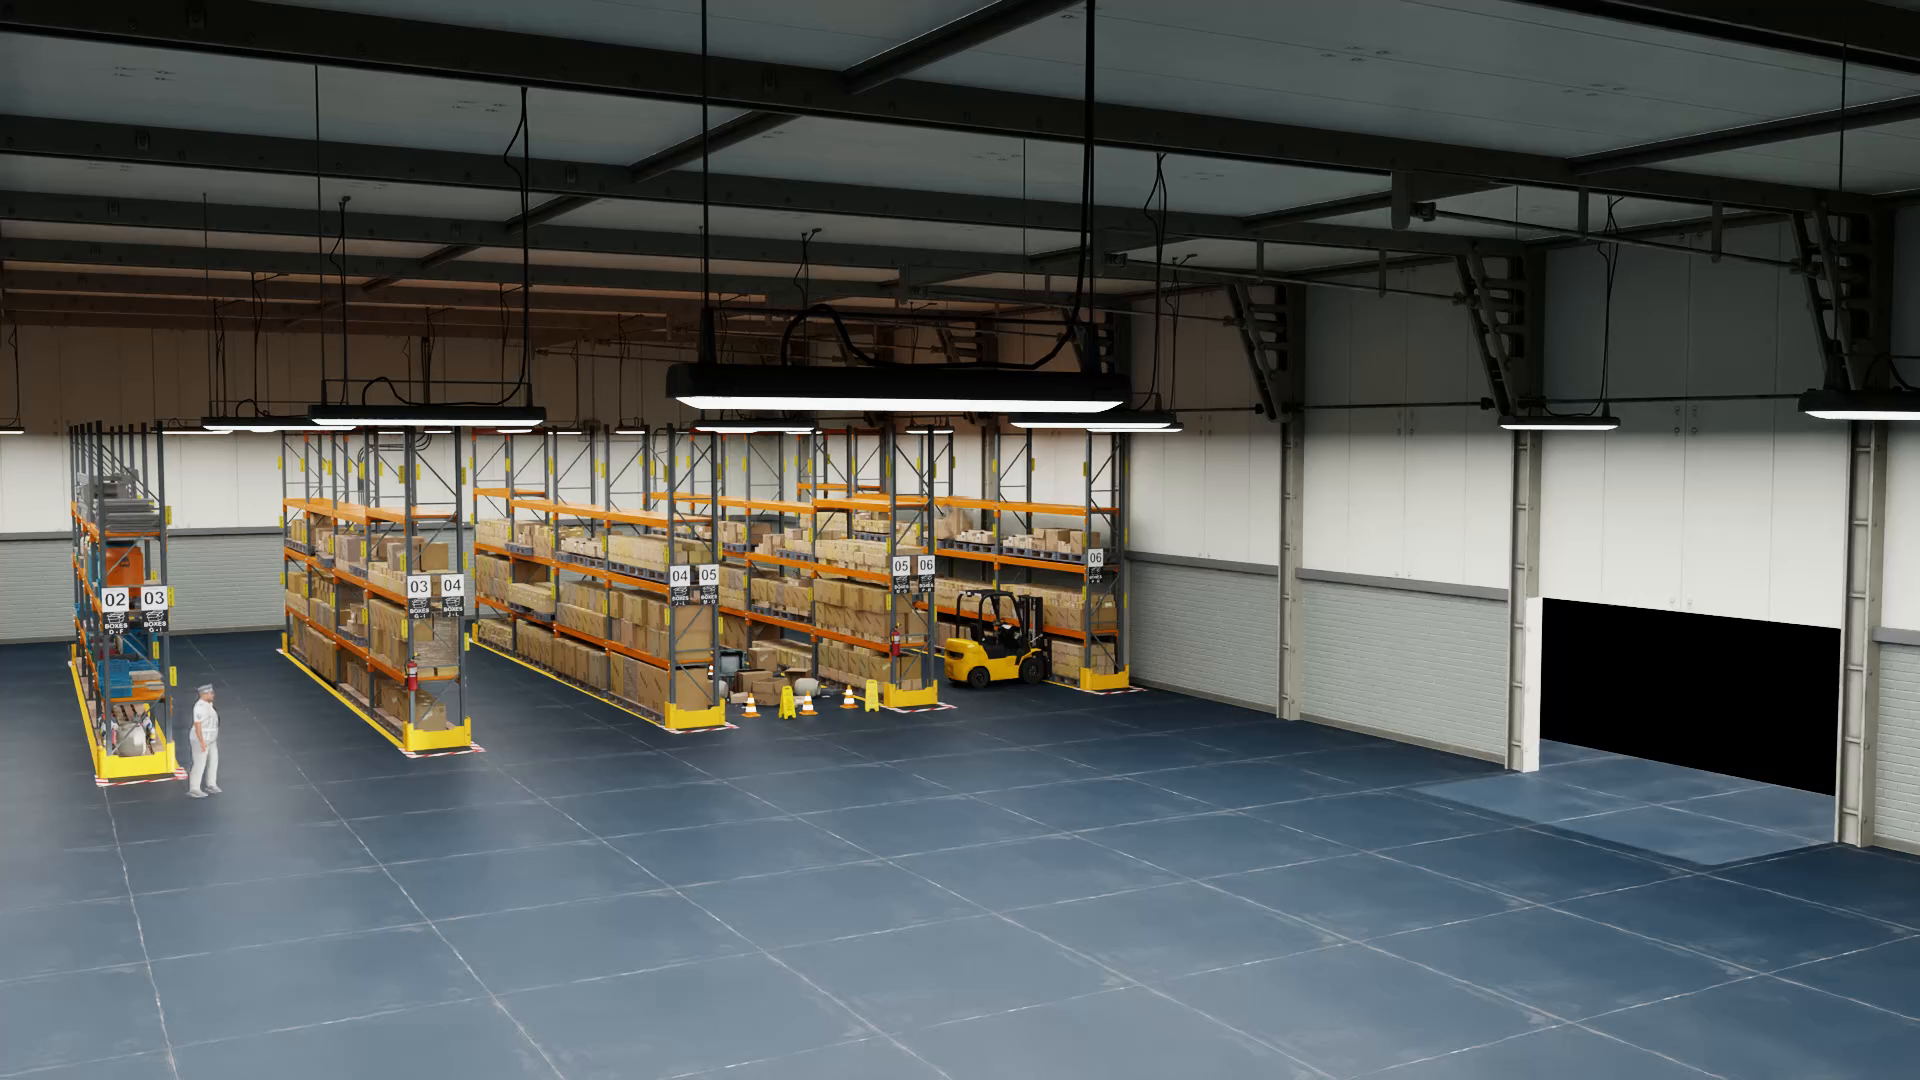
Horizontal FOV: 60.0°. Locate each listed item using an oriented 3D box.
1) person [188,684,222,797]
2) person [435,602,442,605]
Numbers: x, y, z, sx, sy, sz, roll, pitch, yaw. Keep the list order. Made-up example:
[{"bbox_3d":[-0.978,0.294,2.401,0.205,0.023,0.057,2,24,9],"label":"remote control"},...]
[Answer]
[{"bbox_3d":[-12.088,3.194,26.624,0.436,1.776,0.620,0,4,-2],"label":"person"},{"bbox_3d":[-14.932,1.899,47.880,0.644,1.746,1.080,0,4,-6],"label":"person"}]
